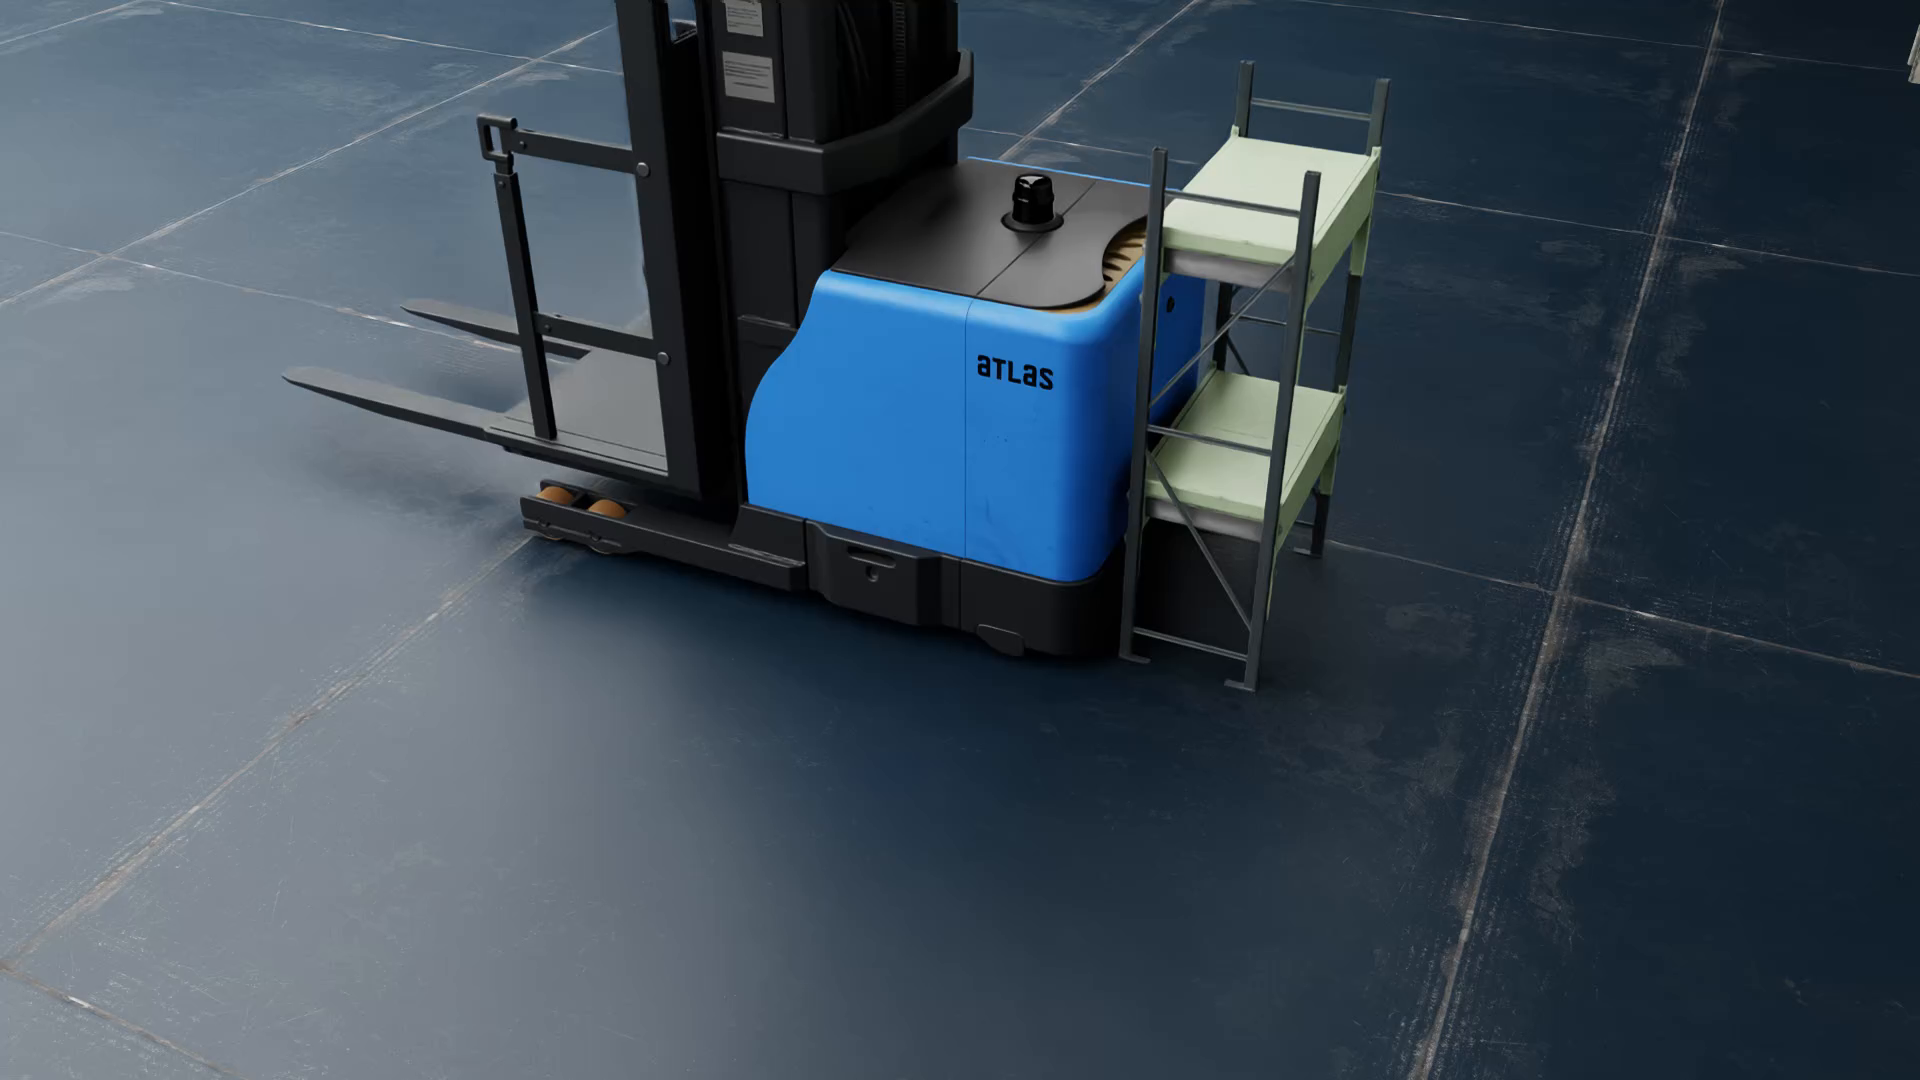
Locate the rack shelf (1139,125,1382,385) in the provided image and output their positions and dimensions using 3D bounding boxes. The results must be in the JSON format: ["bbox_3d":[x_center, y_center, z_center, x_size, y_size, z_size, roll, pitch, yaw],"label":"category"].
[{"bbox_3d":[0.790,-0.762,4.332,0.431,0.370,0.720,14,36,20],"label":"rack shelf"}]

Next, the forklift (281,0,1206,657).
[{"bbox_3d":[-0.817,-1.429,4.756,3.031,2.935,1.130,14,36,20],"label":"forklift"}]

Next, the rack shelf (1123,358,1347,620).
[{"bbox_3d":[0.790,-0.163,4.725,0.431,0.370,0.720,14,36,20],"label":"rack shelf"}]

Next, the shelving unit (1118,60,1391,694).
[{"bbox_3d":[0.790,-0.435,4.546,0.431,1.500,0.755,14,36,20],"label":"shelving unit"}]

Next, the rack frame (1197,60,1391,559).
[{"bbox_3d":[0.941,-0.618,4.825,0.400,1.500,0.023,14,36,20],"label":"rack frame"}]

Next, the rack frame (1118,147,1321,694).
[{"bbox_3d":[0.638,-0.252,4.267,0.400,1.500,0.023,14,36,20],"label":"rack frame"}]
